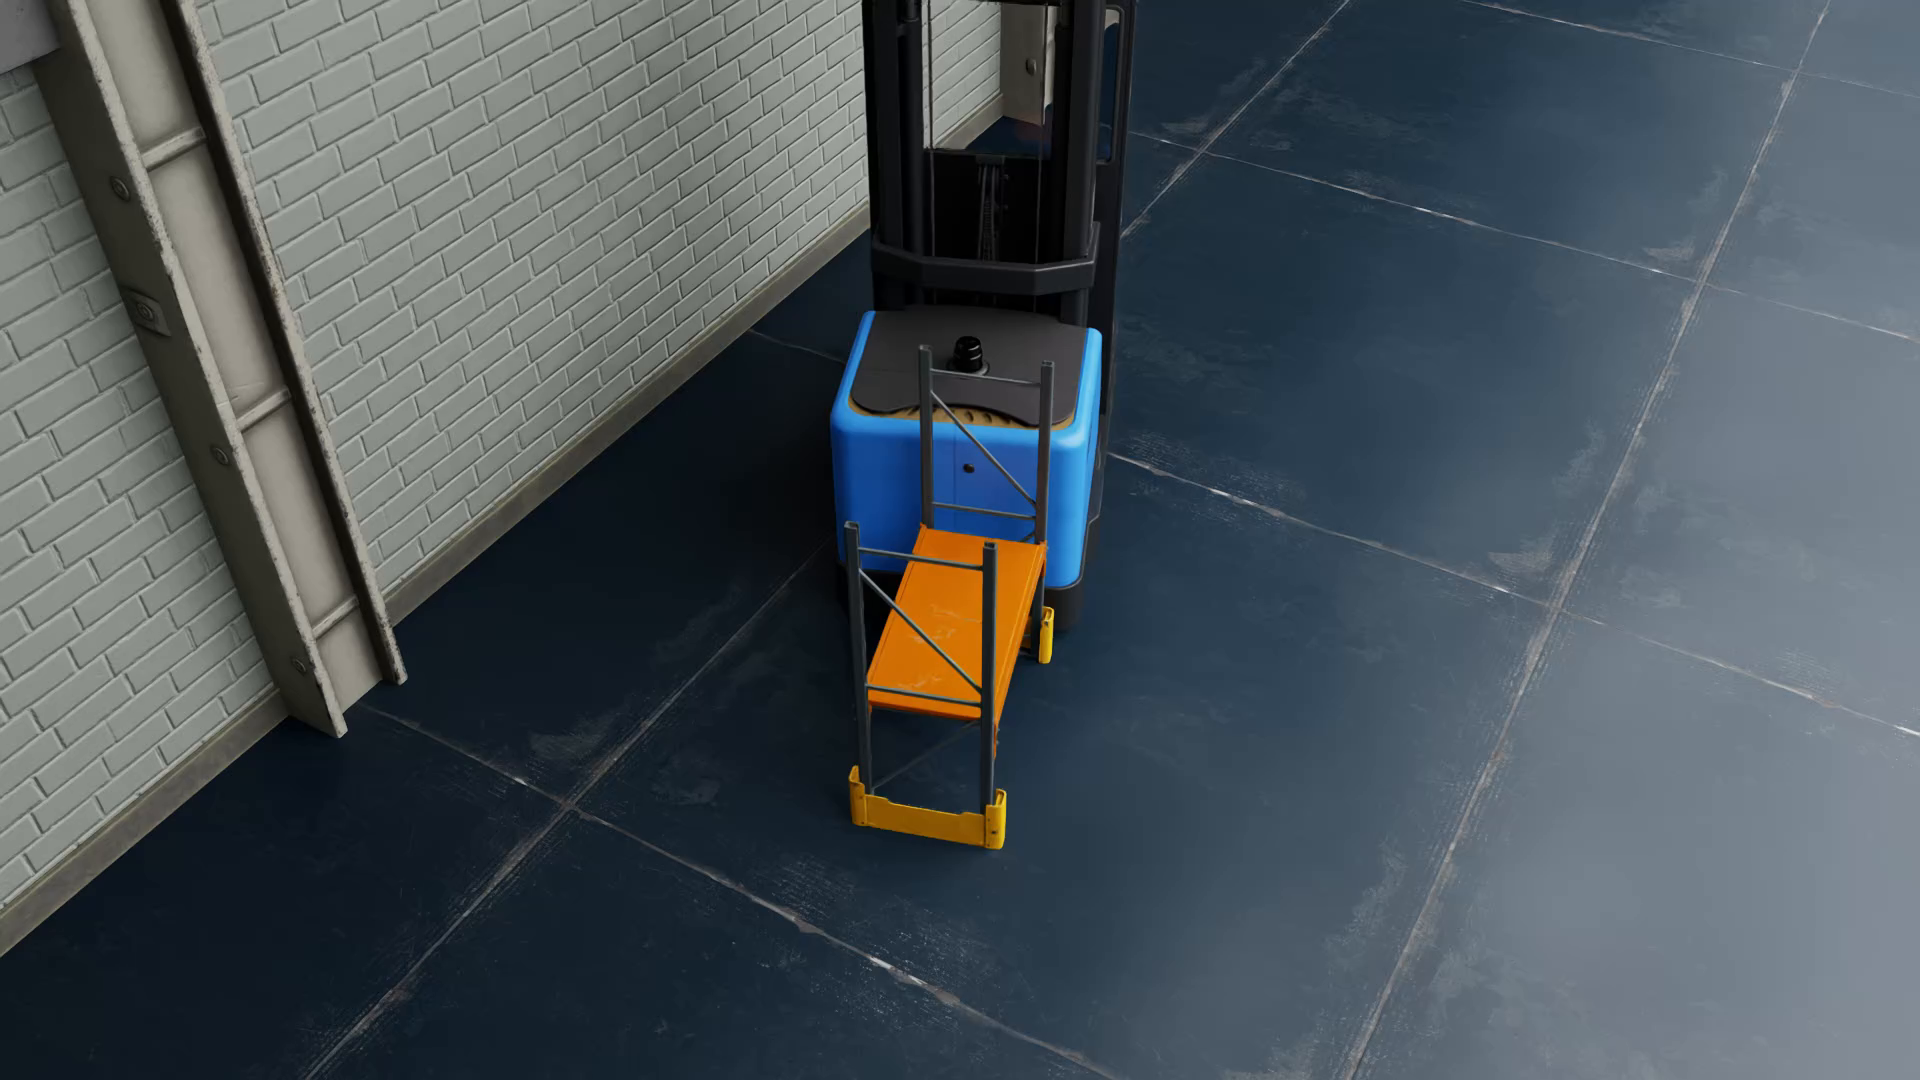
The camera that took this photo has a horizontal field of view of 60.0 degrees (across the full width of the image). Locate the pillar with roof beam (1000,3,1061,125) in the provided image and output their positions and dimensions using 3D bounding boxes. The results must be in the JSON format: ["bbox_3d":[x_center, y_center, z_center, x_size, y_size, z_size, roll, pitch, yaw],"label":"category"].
[{"bbox_3d":[4.205,-4.753,6.154,9.100,9.000,0.400,21,45,22],"label":"pillar with roof beam"}]

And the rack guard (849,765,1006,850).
[{"bbox_3d":[-0.122,1.003,6.237,0.587,0.250,0.087,8,42,9],"label":"rack guard"}]

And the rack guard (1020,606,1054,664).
[{"bbox_3d":[0.095,0.361,6.967,0.587,0.250,0.087,8,42,9],"label":"rack guard"}]

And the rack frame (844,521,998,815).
[{"bbox_3d":[-0.126,0.547,5.810,0.500,1.500,0.032,8,42,9],"label":"rack frame"}]

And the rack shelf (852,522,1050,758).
[{"bbox_3d":[-0.016,0.354,6.301,0.538,0.185,1.000,8,42,9],"label":"rack shelf"}]

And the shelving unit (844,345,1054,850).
[{"bbox_3d":[-0.014,0.213,6.189,0.587,1.500,1.083,8,42,9],"label":"shelving unit"}]

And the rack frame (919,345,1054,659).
[{"bbox_3d":[0.095,-0.109,6.555,0.500,1.500,0.032,8,42,9],"label":"rack frame"}]

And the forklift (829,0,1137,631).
[{"bbox_3d":[0.188,-1.692,7.269,1.130,2.935,3.031,5,42,6],"label":"forklift"}]

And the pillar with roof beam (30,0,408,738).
[{"bbox_3d":[1.203,-1.320,2.256,9.100,9.000,0.400,21,45,22],"label":"pillar with roof beam"}]
